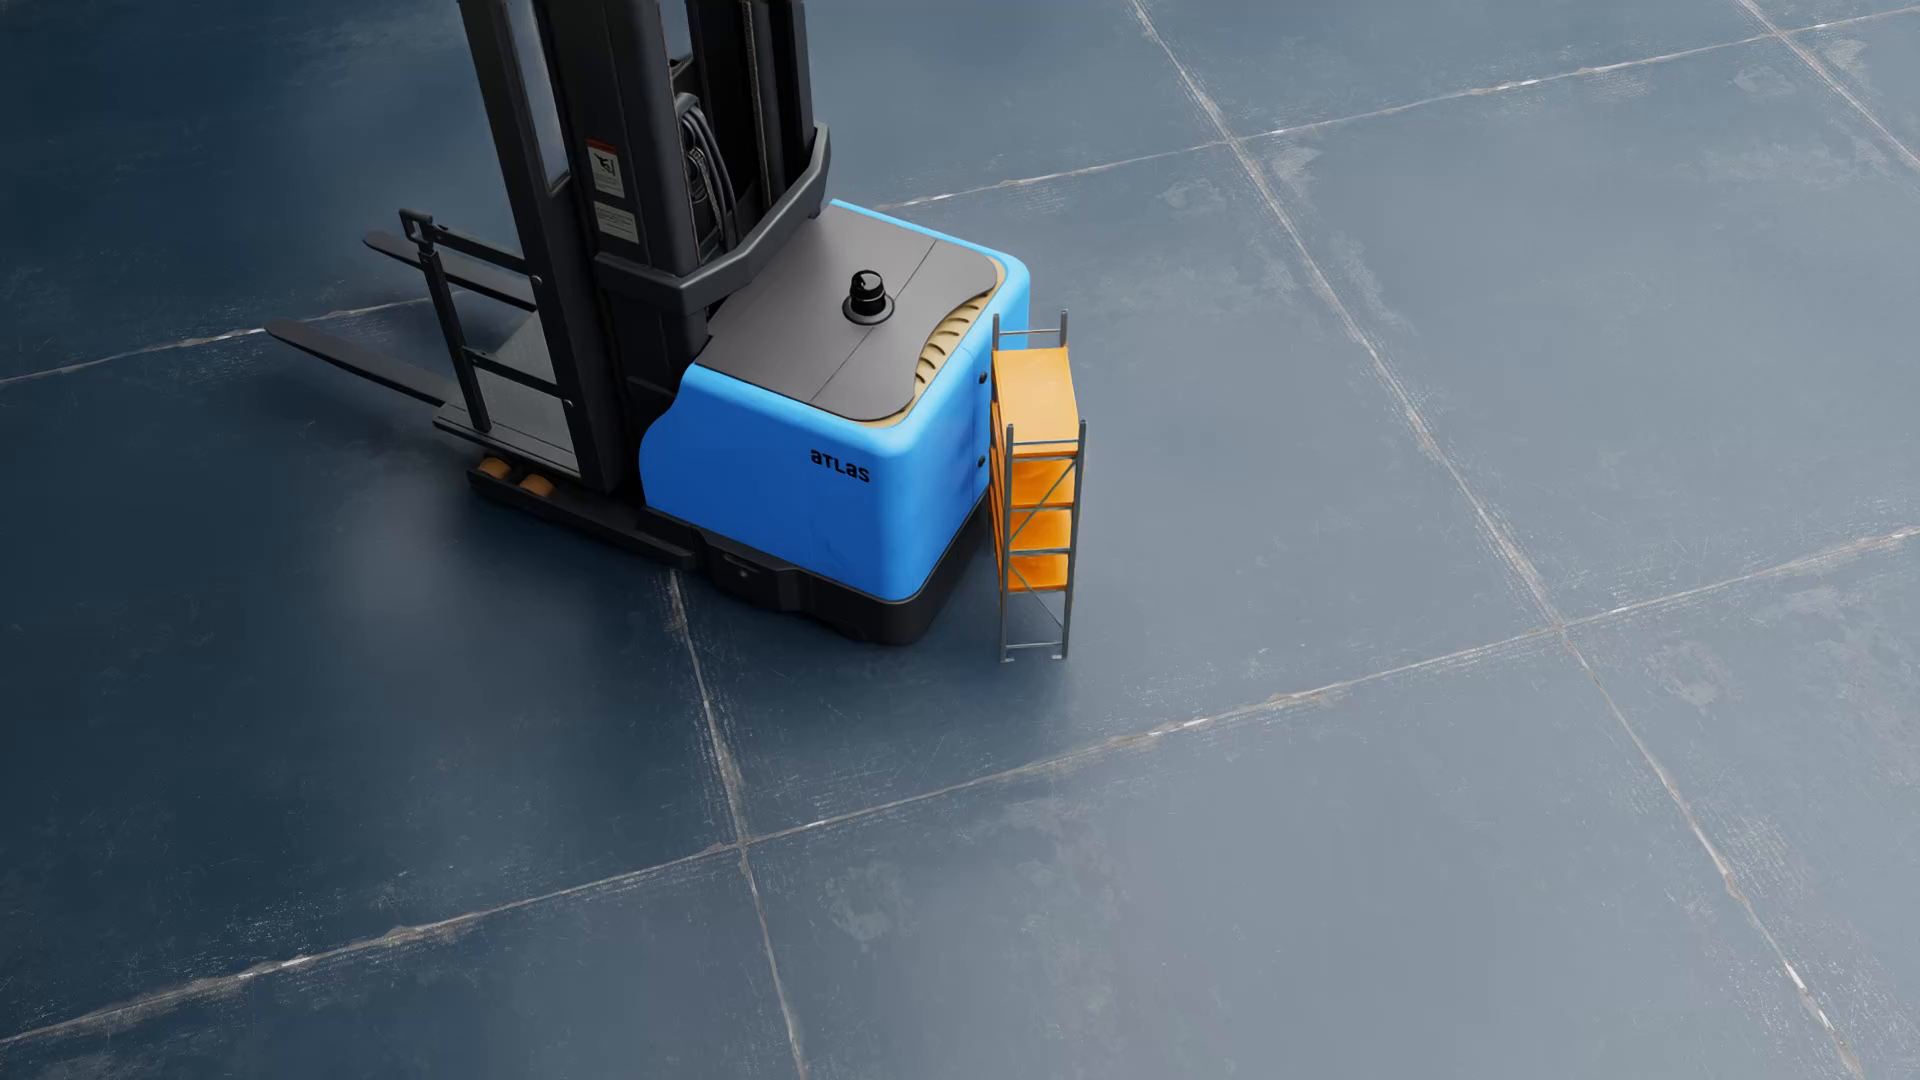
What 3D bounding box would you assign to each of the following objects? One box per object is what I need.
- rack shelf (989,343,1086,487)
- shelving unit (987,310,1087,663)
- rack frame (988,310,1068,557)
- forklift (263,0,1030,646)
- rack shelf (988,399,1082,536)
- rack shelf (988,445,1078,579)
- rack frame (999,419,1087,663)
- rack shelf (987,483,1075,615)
[{"bbox_3d":[0.242,-0.403,5.291,0.258,0.148,0.480,-3,50,-3],"label":"rack shelf"},{"bbox_3d":[0.242,-0.149,5.591,0.258,1.200,0.503,-3,50,-3],"label":"shelving unit"},{"bbox_3d":[0.225,-0.335,5.748,0.240,1.200,0.015,-3,50,-3],"label":"rack frame"},{"bbox_3d":[-1.300,-1.373,5.490,3.031,2.935,1.130,21,53,17],"label":"forklift"},{"bbox_3d":[0.242,-0.250,5.471,0.258,0.148,0.480,-3,50,-3],"label":"rack shelf"},{"bbox_3d":[0.242,-0.106,5.642,0.258,0.148,0.480,-3,50,-3],"label":"rack shelf"},{"bbox_3d":[0.260,0.037,5.434,0.240,1.200,0.015,-3,50,-3],"label":"rack frame"},{"bbox_3d":[0.242,0.022,5.794,0.258,0.148,0.480,-3,50,-3],"label":"rack shelf"}]
